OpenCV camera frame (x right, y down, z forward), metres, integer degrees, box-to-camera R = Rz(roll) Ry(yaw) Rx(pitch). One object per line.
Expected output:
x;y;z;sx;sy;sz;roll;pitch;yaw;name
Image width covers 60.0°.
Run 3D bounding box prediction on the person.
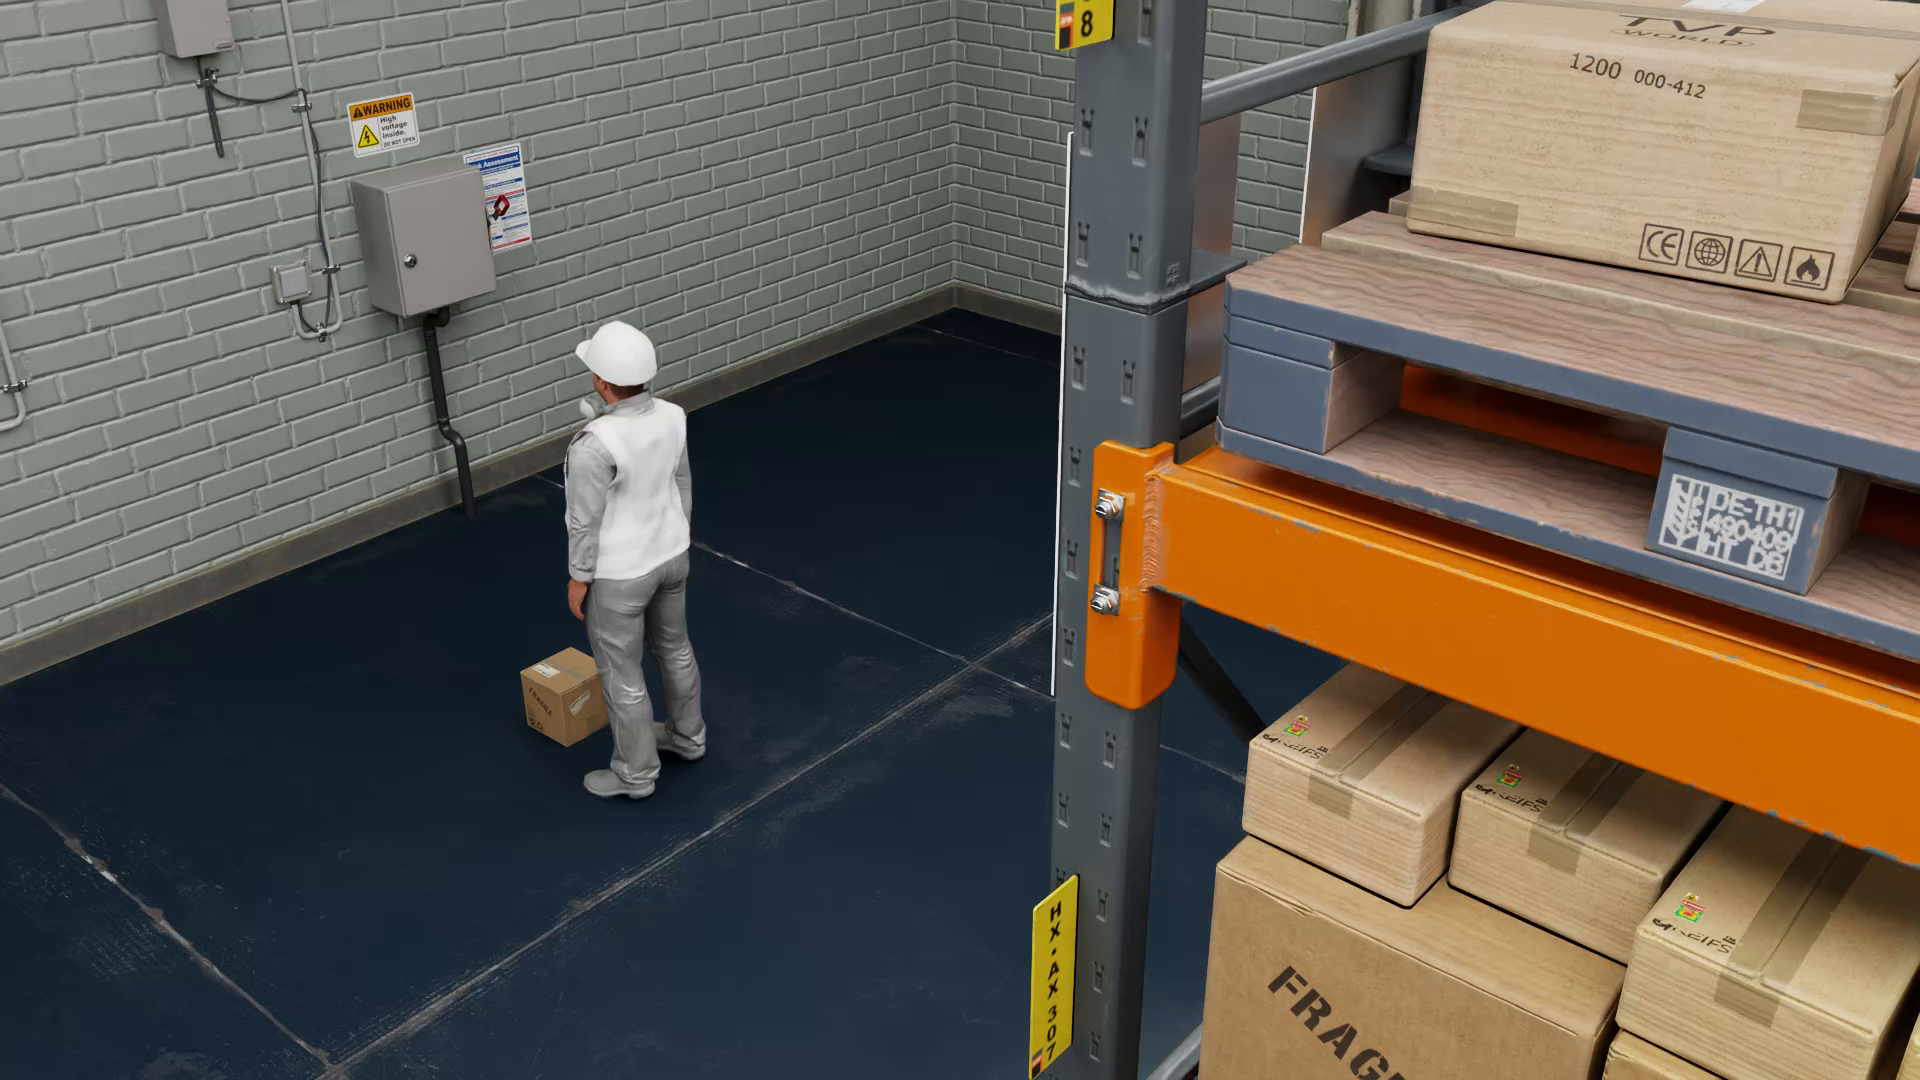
-1.168;0.075;5.932;0.357;1.798;0.543;17;32;29;person
